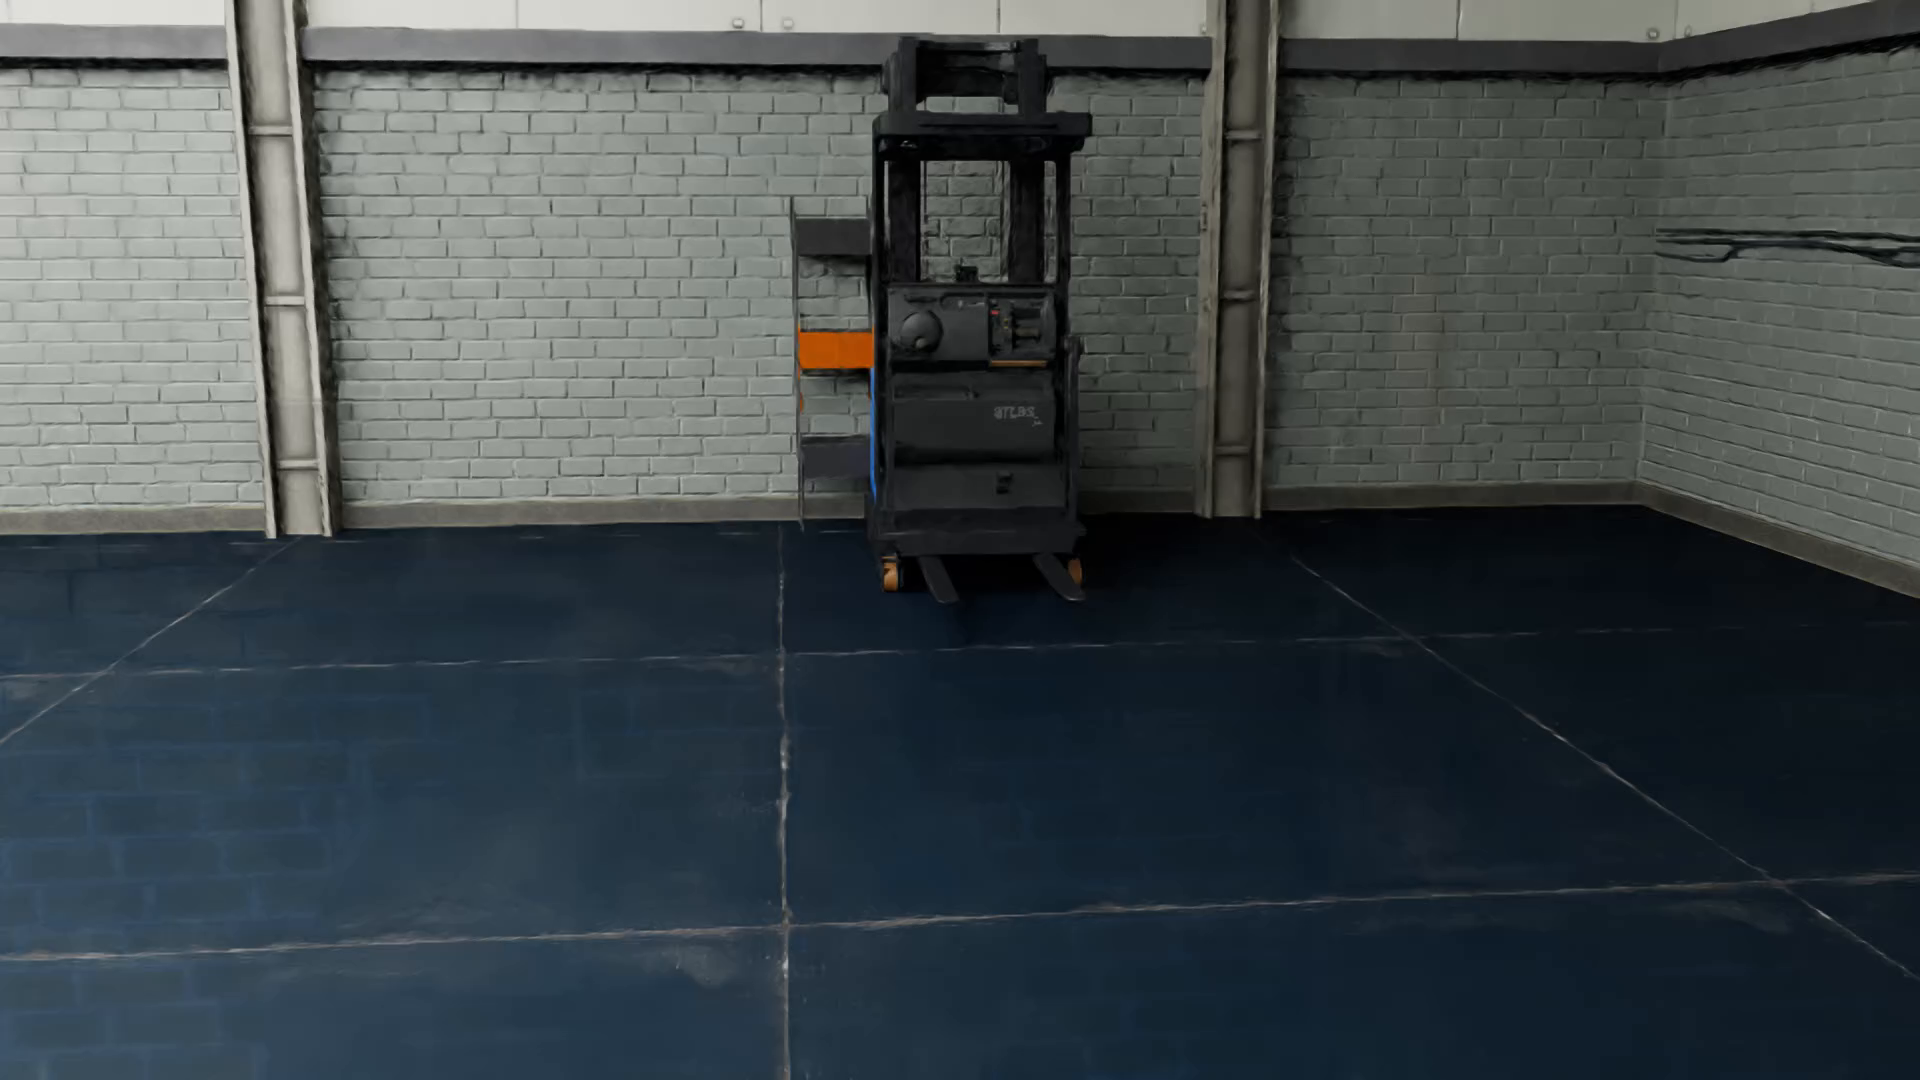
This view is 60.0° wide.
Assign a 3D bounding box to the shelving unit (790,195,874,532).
[{"bbox_3d":[-0.799,-1.129,10.642,0.503,2.100,0.431,-2,11,-8],"label":"shelving unit"}]

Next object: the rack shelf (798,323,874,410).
[{"bbox_3d":[-0.799,-1.115,10.644,0.480,0.518,0.431,-2,11,-8],"label":"rack shelf"}]

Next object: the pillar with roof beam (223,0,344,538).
[{"bbox_3d":[-3.700,-3.635,5.531,0.400,9.000,9.100,-1,11,-6],"label":"pillar with roof beam"}]

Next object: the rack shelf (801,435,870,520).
[{"bbox_3d":[-0.792,-0.427,10.774,0.480,0.518,0.431,-2,11,-8],"label":"rack shelf"}]

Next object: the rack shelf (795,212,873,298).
[{"bbox_3d":[-0.805,-1.803,10.515,0.480,0.518,0.431,-2,11,-8],"label":"rack shelf"}]

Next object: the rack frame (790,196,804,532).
[{"bbox_3d":[-1.040,-1.120,10.610,0.015,2.100,0.400,-2,11,-8],"label":"rack frame"}]

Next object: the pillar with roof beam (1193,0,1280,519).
[{"bbox_3d":[2.265,-3.760,6.167,0.400,9.000,9.100,-1,11,-6],"label":"pillar with roof beam"}]

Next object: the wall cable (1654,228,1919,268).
[{"bbox_3d":[4.872,-2.870,9.688,0.112,2.526,3.097,-1,11,-6],"label":"wall cable"}]

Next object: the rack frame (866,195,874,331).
[{"bbox_3d":[-0.557,-1.137,10.674,0.015,2.100,0.400,-2,11,-8],"label":"rack frame"}]

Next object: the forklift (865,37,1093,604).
[{"bbox_3d":[0.090,-1.224,8.994,1.130,2.935,3.031,-1,11,-6],"label":"forklift"}]
